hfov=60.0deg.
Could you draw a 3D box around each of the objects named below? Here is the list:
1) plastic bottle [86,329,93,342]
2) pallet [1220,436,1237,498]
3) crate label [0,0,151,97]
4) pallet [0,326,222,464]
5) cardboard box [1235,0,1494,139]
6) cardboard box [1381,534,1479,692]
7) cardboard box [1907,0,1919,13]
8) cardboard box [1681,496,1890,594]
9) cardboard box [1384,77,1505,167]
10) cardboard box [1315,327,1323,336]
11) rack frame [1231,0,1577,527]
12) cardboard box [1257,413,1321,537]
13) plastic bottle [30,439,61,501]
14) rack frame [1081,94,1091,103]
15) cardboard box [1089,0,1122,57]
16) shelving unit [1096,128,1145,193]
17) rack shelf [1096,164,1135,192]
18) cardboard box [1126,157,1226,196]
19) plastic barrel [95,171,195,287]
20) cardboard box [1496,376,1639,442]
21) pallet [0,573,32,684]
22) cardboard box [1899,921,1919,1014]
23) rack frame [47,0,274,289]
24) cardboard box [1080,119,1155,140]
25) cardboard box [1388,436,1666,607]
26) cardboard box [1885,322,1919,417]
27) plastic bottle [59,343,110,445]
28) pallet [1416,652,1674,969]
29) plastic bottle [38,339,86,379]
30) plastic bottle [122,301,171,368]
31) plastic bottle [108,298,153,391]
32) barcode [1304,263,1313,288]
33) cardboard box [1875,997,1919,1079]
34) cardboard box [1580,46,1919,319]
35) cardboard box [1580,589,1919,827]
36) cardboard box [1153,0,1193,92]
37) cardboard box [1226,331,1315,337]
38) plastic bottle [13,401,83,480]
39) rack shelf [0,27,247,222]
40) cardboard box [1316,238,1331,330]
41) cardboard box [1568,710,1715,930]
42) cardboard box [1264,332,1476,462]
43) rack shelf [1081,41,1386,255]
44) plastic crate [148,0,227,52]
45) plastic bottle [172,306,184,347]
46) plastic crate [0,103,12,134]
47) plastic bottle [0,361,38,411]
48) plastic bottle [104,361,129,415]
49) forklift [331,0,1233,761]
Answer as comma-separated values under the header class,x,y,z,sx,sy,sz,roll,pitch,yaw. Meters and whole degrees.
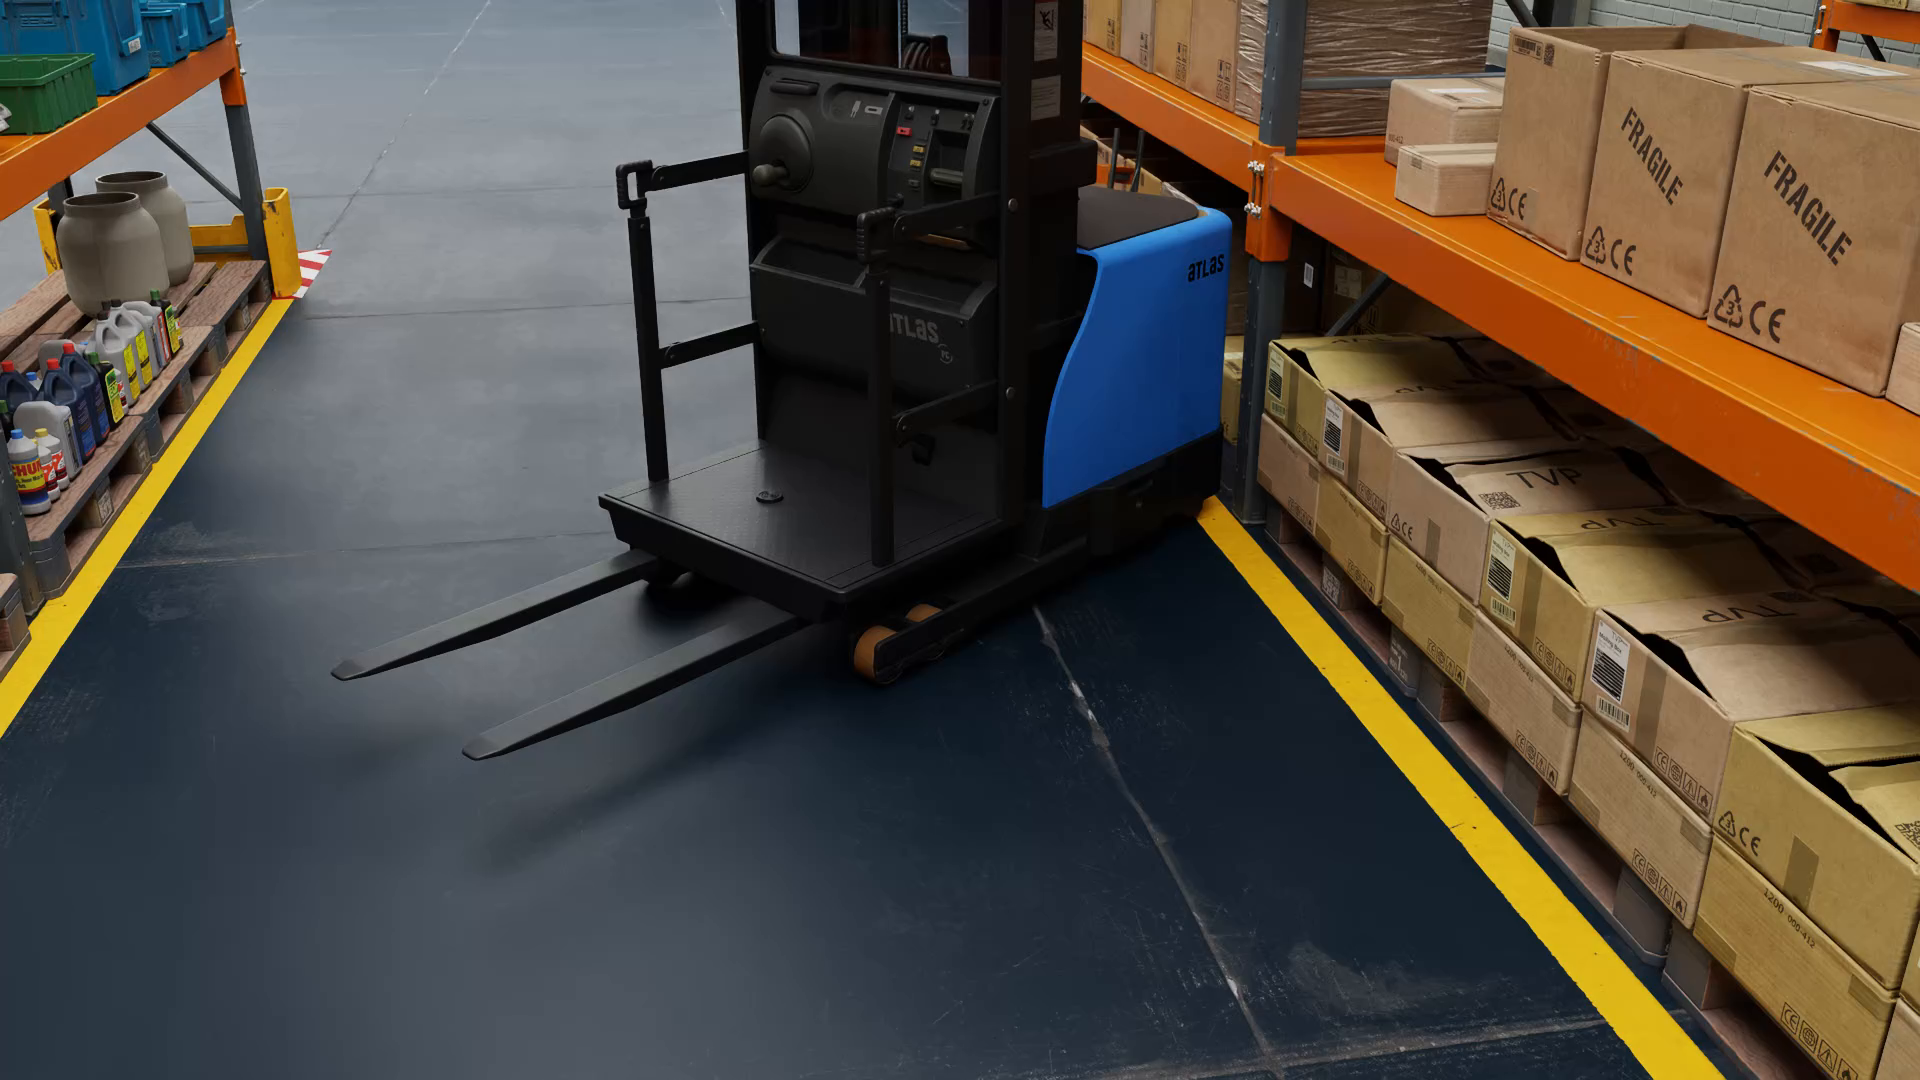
class,x,y,z,sx,sy,sz,roll,pitch,yaw
plastic bottle,-3.436,-0.746,6.658,0.097,0.201,0.097,0,24,0
pallet,1.370,-0.519,6.675,1.003,0.211,1.213,-4,24,-10
crate label,-3.526,-2.002,6.541,0.502,0.435,0.616,-4,24,-10
pallet,-3.705,-0.586,6.828,1.003,0.211,1.213,-4,24,-10
cardboard box,1.387,-1.701,5.772,0.700,0.500,0.500,-5,24,-11
cardboard box,1.498,0.168,4.528,0.500,0.250,0.500,-5,24,-11
cardboard box,5.492,-2.944,8.906,0.500,0.250,0.500,-5,24,-11
cardboard box,2.114,0.066,4.061,0.500,0.311,0.500,-5,24,-10
cardboard box,1.610,-1.222,4.987,0.500,0.250,0.500,-3,24,-6
cardboard box,1.600,-0.815,6.780,0.500,0.250,0.500,-4,24,-10
rack frame,1.476,-1.481,5.393,1.000,3.000,0.127,-4,24,-10
cardboard box,1.307,-0.236,5.454,0.500,0.250,0.500,-5,24,-11
plastic bottle,-3.040,-0.233,5.482,0.097,0.201,0.097,0,24,0
rack frame,0.736,-3.054,8.996,1.000,3.000,0.127,-4,24,-10
cardboard box,0.998,-2.514,7.633,0.700,0.500,0.500,-4,24,-9
shelving unit,0.379,-1.031,6.571,0.503,1.200,0.258,14,17,29
rack shelf,0.418,-1.410,6.473,0.480,0.148,0.258,14,17,29
cardboard box,0.998,-1.317,6.992,0.500,0.500,0.500,-4,24,-10
plastic barrel,-3.936,-1.488,7.994,0.421,0.512,0.421,0,24,0
cardboard box,1.935,-0.328,4.964,0.500,0.311,0.500,-4,24,-8
pallet,-3.210,0.468,4.415,1.003,0.211,1.213,-4,24,-10
cardboard box,1.876,0.715,2.575,0.500,0.311,0.500,-4,24,-8
rack frame,-4.133,-2.689,8.160,1.000,3.000,0.127,-4,24,-10
cardboard box,0.816,-1.711,7.893,0.500,0.500,0.500,-4,24,-10
cardboard box,1.492,-0.089,4.415,0.500,0.311,0.500,-5,24,-11
cardboard box,1.924,-0.290,2.980,0.380,0.149,0.250,-3,24,-6
plastic bottle,-3.169,-0.526,5.967,0.144,0.351,0.185,-5,24,-12
pallet,1.879,0.565,4.193,1.003,0.211,1.213,-4,24,-10
plastic bottle,-3.389,-0.638,6.317,0.152,0.276,0.135,-4,24,-10
plastic bottle,-3.343,-0.852,6.805,0.152,0.276,0.135,-4,24,-9
plastic bottle,-3.282,-0.766,6.517,0.144,0.351,0.185,-3,24,-8
barcode,1.114,-0.846,5.313,0.001,0.075,0.075,-4,24,-10
cardboard box,1.878,0.971,2.690,0.500,0.250,0.500,-4,24,-8
cardboard box,1.792,-0.819,3.753,0.500,0.500,0.500,-4,24,-10
cardboard box,1.683,0.312,3.497,0.500,0.311,0.500,-4,24,-10
cardboard box,1.195,-2.106,6.698,0.700,0.500,0.500,-4,24,-9
cardboard box,1.092,-0.777,6.692,0.500,0.250,0.500,-4,24,-10
plastic bottle,-3.108,-0.352,5.662,0.152,0.276,0.135,-3,24,-8
rack shelf,-3.763,-1.573,6.503,1.077,0.370,4.000,-4,24,-10
cardboard box,1.597,-1.159,6.629,0.500,0.500,0.500,-4,24,-10
cardboard box,1.689,0.571,3.607,0.500,0.250,0.500,-4,24,-9
cardboard box,1.307,-0.489,5.333,0.500,0.311,0.500,-4,24,-10
rack shelf,1.106,-1.938,7.339,1.077,0.370,4.000,-4,24,-10
plastic crate,-3.746,-2.446,7.789,0.499,0.251,0.616,-4,24,-10
plastic bottle,-3.362,-0.919,7.052,0.097,0.201,0.097,0,24,0
plastic crate,-3.365,-1.303,5.063,0.767,0.338,0.504,-4,24,-10
plastic bottle,-3.276,-0.441,5.772,0.144,0.351,0.185,-4,24,-10
plastic bottle,-3.199,-0.571,6.256,0.097,0.201,0.097,0,24,0
forklift,-0.414,-1.155,4.733,1.130,2.935,3.031,19,30,37
